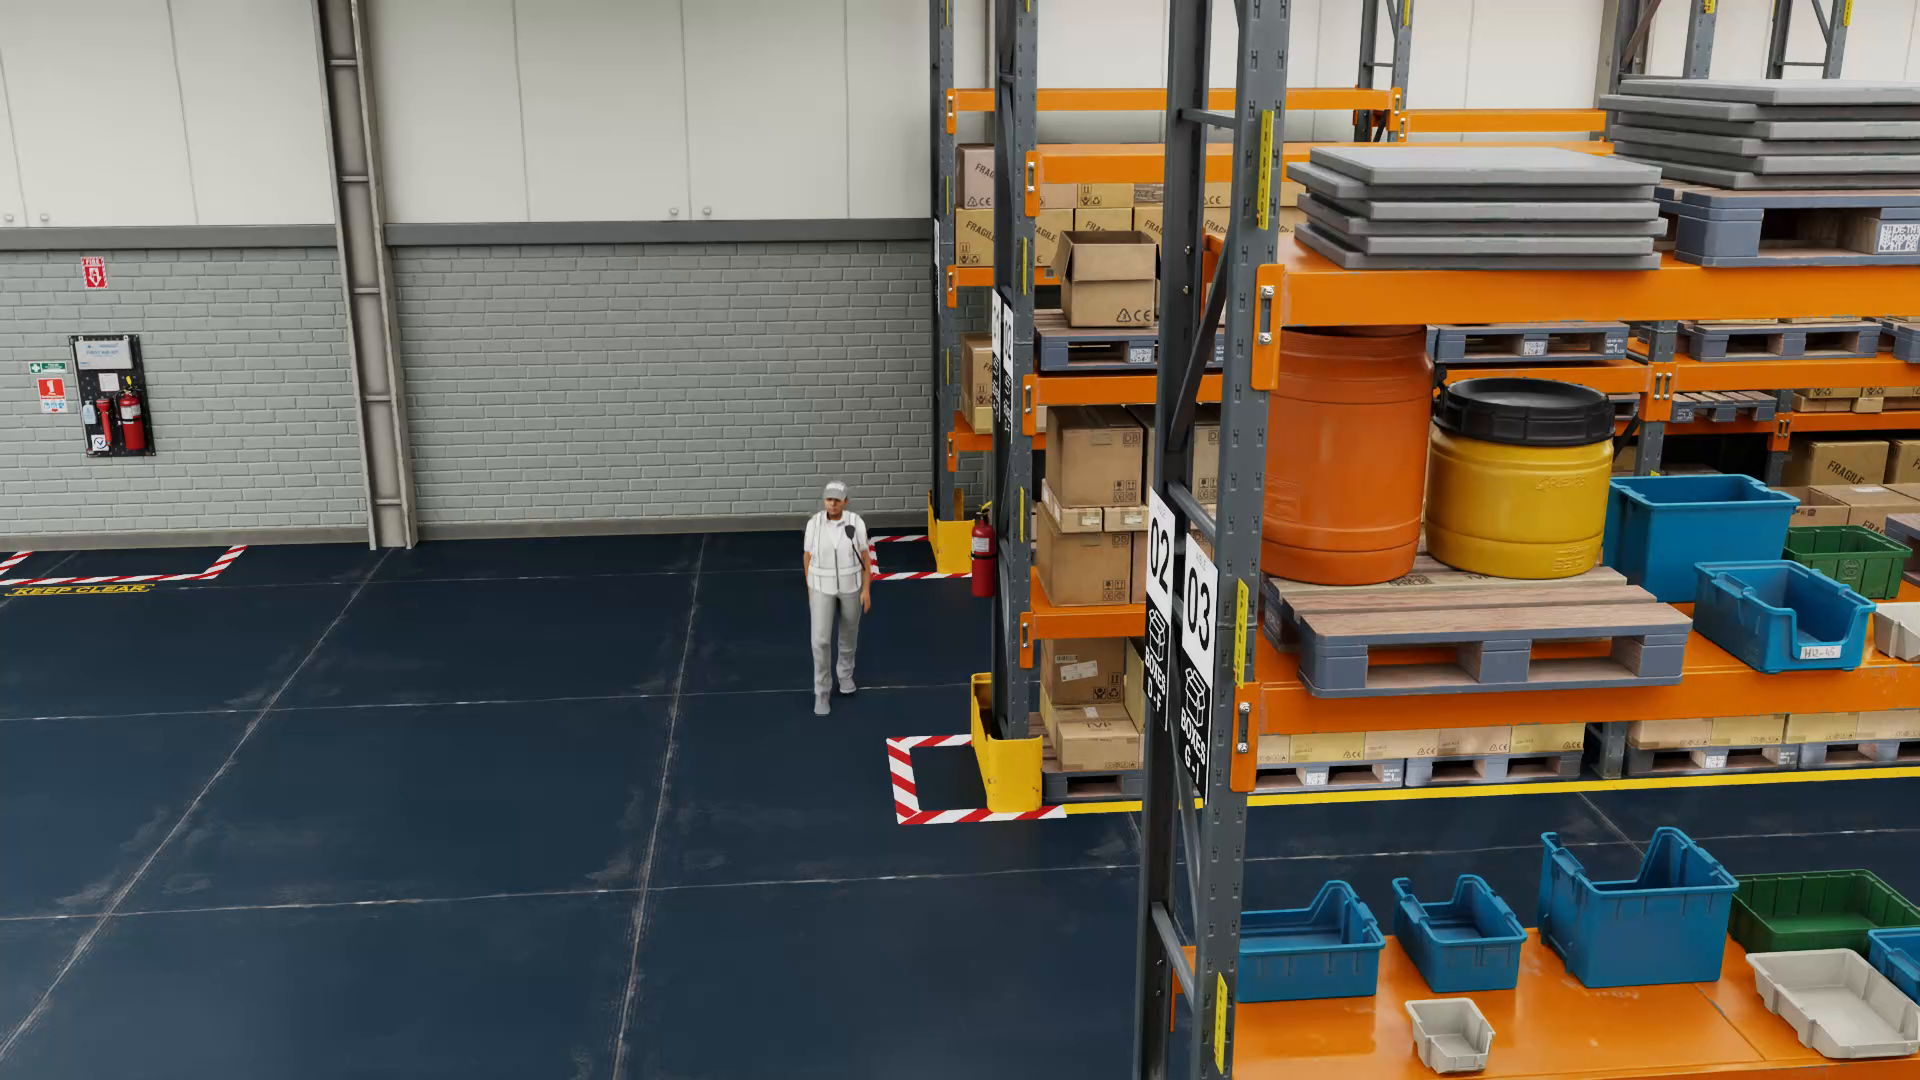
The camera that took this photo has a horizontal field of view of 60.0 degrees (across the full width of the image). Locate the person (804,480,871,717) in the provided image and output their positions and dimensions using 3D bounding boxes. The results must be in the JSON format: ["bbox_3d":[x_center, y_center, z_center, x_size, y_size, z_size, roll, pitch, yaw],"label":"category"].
[{"bbox_3d":[-0.892,0.418,12.217,0.479,1.719,0.626,-2,17,-8],"label":"person"}]
